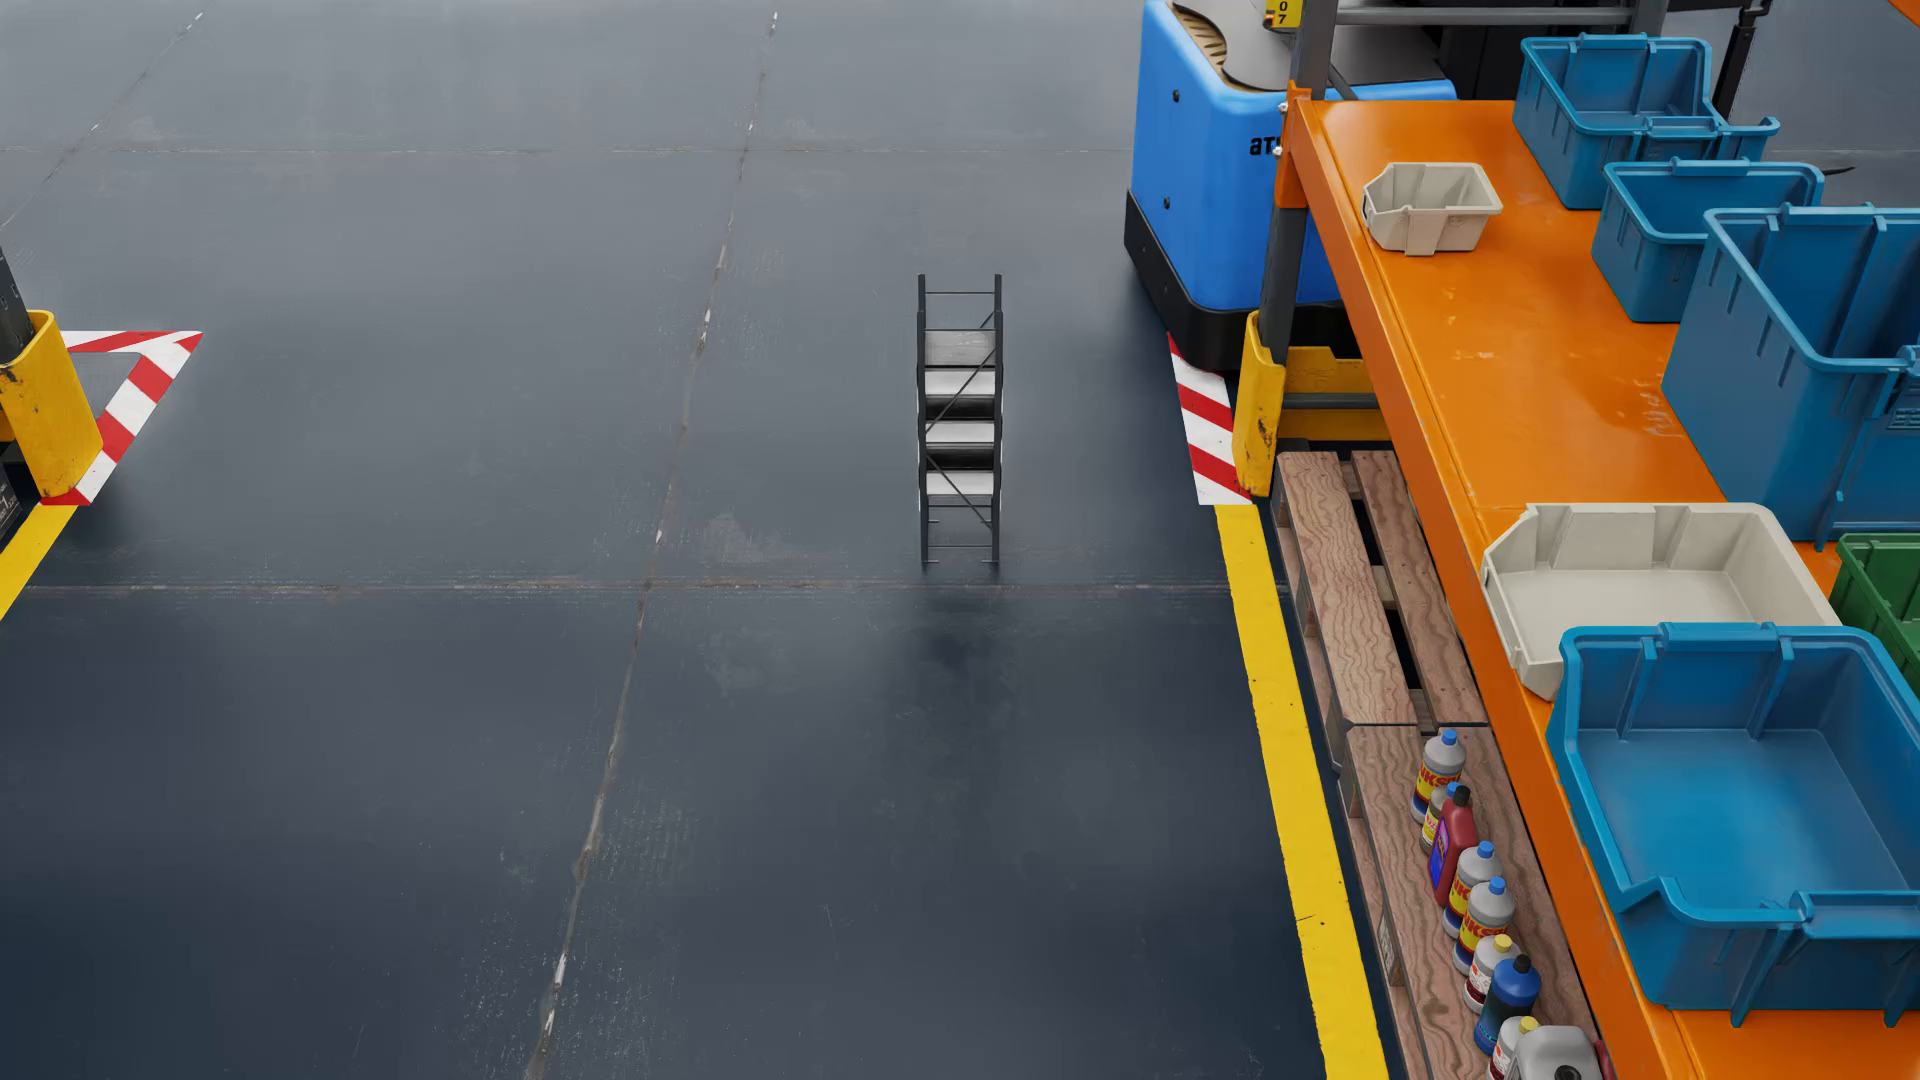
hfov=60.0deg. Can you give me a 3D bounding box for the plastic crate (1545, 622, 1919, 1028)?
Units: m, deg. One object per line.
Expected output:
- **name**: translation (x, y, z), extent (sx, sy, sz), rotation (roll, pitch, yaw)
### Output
- **plastic crate**: translation (1.191, 0.400, 2.471), extent (0.499, 0.251, 0.616), rotation (0, 39, 0)

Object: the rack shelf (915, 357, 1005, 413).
- **rack shelf**: translation (0.000, -0.461, 4.871), extent (0.258, 0.077, 0.200), rotation (0, 39, 0)

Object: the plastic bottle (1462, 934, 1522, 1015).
- **plastic bottle**: translation (1.150, 0.926, 3.582), extent (0.097, 0.201, 0.097), rotation (0, 39, 0)

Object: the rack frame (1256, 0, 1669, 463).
- **rack frame**: translation (1.459, -1.467, 4.682), extent (1.000, 3.000, 0.127), rotation (0, 39, 0)

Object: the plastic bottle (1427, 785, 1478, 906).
- **plastic bottle**: translation (1.132, 0.697, 3.802), extent (0.061, 0.283, 0.133), rotation (1, 39, 1)

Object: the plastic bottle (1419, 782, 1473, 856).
- **plastic bottle**: translation (1.150, 0.652, 3.924), extent (0.097, 0.201, 0.097), rotation (0, 39, 0)

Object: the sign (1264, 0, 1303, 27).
- **sign**: translation (0.909, -1.577, 4.598), extent (0.100, 0.325, 0.005), rotation (0, 39, 0)

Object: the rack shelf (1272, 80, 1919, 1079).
- **rack shelf**: translation (1.462, 0.064, 3.346), extent (1.077, 0.370, 4.000), rotation (0, 39, 0)

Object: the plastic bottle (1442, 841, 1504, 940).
- **plastic bottle**: translation (1.150, 0.774, 3.715), extent (0.097, 0.271, 0.097), rotation (0, 39, 0)

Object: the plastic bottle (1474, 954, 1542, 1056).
- **plastic bottle**: translation (1.150, 0.963, 3.479), extent (0.097, 0.271, 0.097), rotation (0, 39, 0)

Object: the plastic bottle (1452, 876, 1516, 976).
- **plastic bottle**: translation (1.150, 0.837, 3.637), extent (0.097, 0.271, 0.097), rotation (0, 39, 0)

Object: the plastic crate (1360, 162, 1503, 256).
- **plastic crate**: translation (1.138, -0.804, 4.066), extent (0.298, 0.136, 0.250), rotation (0, 39, 0)

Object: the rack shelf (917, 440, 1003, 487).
- **rack shelf**: translation (0.000, -0.250, 5.039), extent (0.258, 0.077, 0.200), rotation (0, 39, 0)

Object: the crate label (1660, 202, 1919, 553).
- **crate label**: translation (1.732, -0.330, 3.235), extent (0.502, 0.435, 0.616), rotation (0, 39, 0)

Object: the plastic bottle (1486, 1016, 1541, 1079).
- **plastic bottle**: translation (1.151, 1.055, 3.421), extent (0.097, 0.201, 0.097), rotation (0, 39, 0)

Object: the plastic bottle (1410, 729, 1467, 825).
- **plastic bottle**: translation (1.150, 0.560, 3.983), extent (0.097, 0.271, 0.097), rotation (0, 39, 0)

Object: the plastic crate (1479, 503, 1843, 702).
- **plastic crate**: translation (1.209, 0.122, 2.910), extent (0.530, 0.136, 0.437), rotation (0, 39, 0)

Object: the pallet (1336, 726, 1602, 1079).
- **pallet**: translation (1.500, 0.938, 3.911), extent (1.003, 0.211, 1.213), rotation (0, 39, 0)

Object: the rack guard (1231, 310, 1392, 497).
- **rack guard**: translation (1.506, -0.444, 5.405), extent (1.175, 0.500, 0.348), rotation (0, 39, 0)

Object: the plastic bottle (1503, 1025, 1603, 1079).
- **plastic bottle**: translation (1.178, 1.099, 3.306), extent (0.152, 0.276, 0.135), rotation (1, 39, 1)

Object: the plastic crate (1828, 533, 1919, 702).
- **plastic crate**: translation (1.745, 0.268, 2.687), extent (0.450, 0.188, 0.662), rotation (0, 39, 0)

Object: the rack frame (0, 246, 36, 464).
- **rack frame**: translation (-3.494, -1.464, 4.678), extent (1.000, 3.000, 0.127), rotation (0, 39, 0)

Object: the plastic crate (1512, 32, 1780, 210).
- **plastic crate**: translation (1.759, -1.096, 4.338), extent (0.499, 0.251, 0.616), rotation (0, 39, 0)

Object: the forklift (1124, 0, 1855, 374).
- **forklift**: translation (2.216, -2.160, 5.601), extent (3.031, 2.935, 1.130), rotation (-6, 39, -8)

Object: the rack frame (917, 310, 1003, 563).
- **rack frame**: translation (0.000, -0.282, 4.883), extent (0.240, 0.900, 0.006), rotation (0, 39, 0)

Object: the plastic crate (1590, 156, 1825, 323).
- **plastic crate**: translation (1.754, -0.690, 3.832), extent (0.499, 0.251, 0.408), rotation (0, 39, 0)

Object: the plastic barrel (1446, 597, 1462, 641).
- **plastic barrel**: translation (1.537, 0.065, 4.424), extent (0.421, 0.512, 0.421), rotation (0, 39, 0)

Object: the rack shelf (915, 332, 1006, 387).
- **rack shelf**: translation (0.000, -0.531, 4.814), extent (0.258, 0.077, 0.200), rotation (0, 39, 0)

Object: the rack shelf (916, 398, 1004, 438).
- **rack shelf**: translation (0.000, -0.390, 4.927), extent (0.258, 0.077, 0.200), rotation (0, 39, 0)

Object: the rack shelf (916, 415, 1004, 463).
- **rack shelf**: translation (0.000, -0.320, 4.983), extent (0.258, 0.077, 0.200), rotation (0, 39, 0)

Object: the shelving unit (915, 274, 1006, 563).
- **shelving unit**: translation (0.000, -0.346, 4.962), extent (0.258, 0.900, 0.210), rotation (0, 39, 0)

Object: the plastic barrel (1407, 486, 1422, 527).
- **plastic barrel**: translation (1.536, -0.249, 4.815), extent (0.421, 0.512, 0.421), rotation (0, 39, 0)

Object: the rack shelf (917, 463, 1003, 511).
- **rack shelf**: translation (0.000, -0.180, 5.096), extent (0.258, 0.077, 0.200), rotation (0, 39, 0)

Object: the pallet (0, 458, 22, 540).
- **pallet**: translation (-3.528, 0.180, 4.856), extent (1.003, 0.211, 1.213), rotation (0, 39, 0)

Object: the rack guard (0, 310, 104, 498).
- **rack guard**: translation (-3.494, -0.441, 5.400), extent (1.175, 0.500, 0.348), rotation (0, 39, 0)

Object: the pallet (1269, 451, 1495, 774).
- **pallet**: translation (1.502, 0.177, 4.861), extent (1.003, 0.211, 1.213), rotation (0, 39, 0)

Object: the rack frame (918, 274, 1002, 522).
- **rack frame**: translation (0.000, -0.410, 5.042), extent (0.240, 0.900, 0.006), rotation (0, 39, 0)

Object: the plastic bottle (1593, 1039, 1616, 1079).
- **plastic bottle**: translation (1.285, 1.096, 3.304), extent (0.061, 0.283, 0.133), rotation (0, 39, 0)
